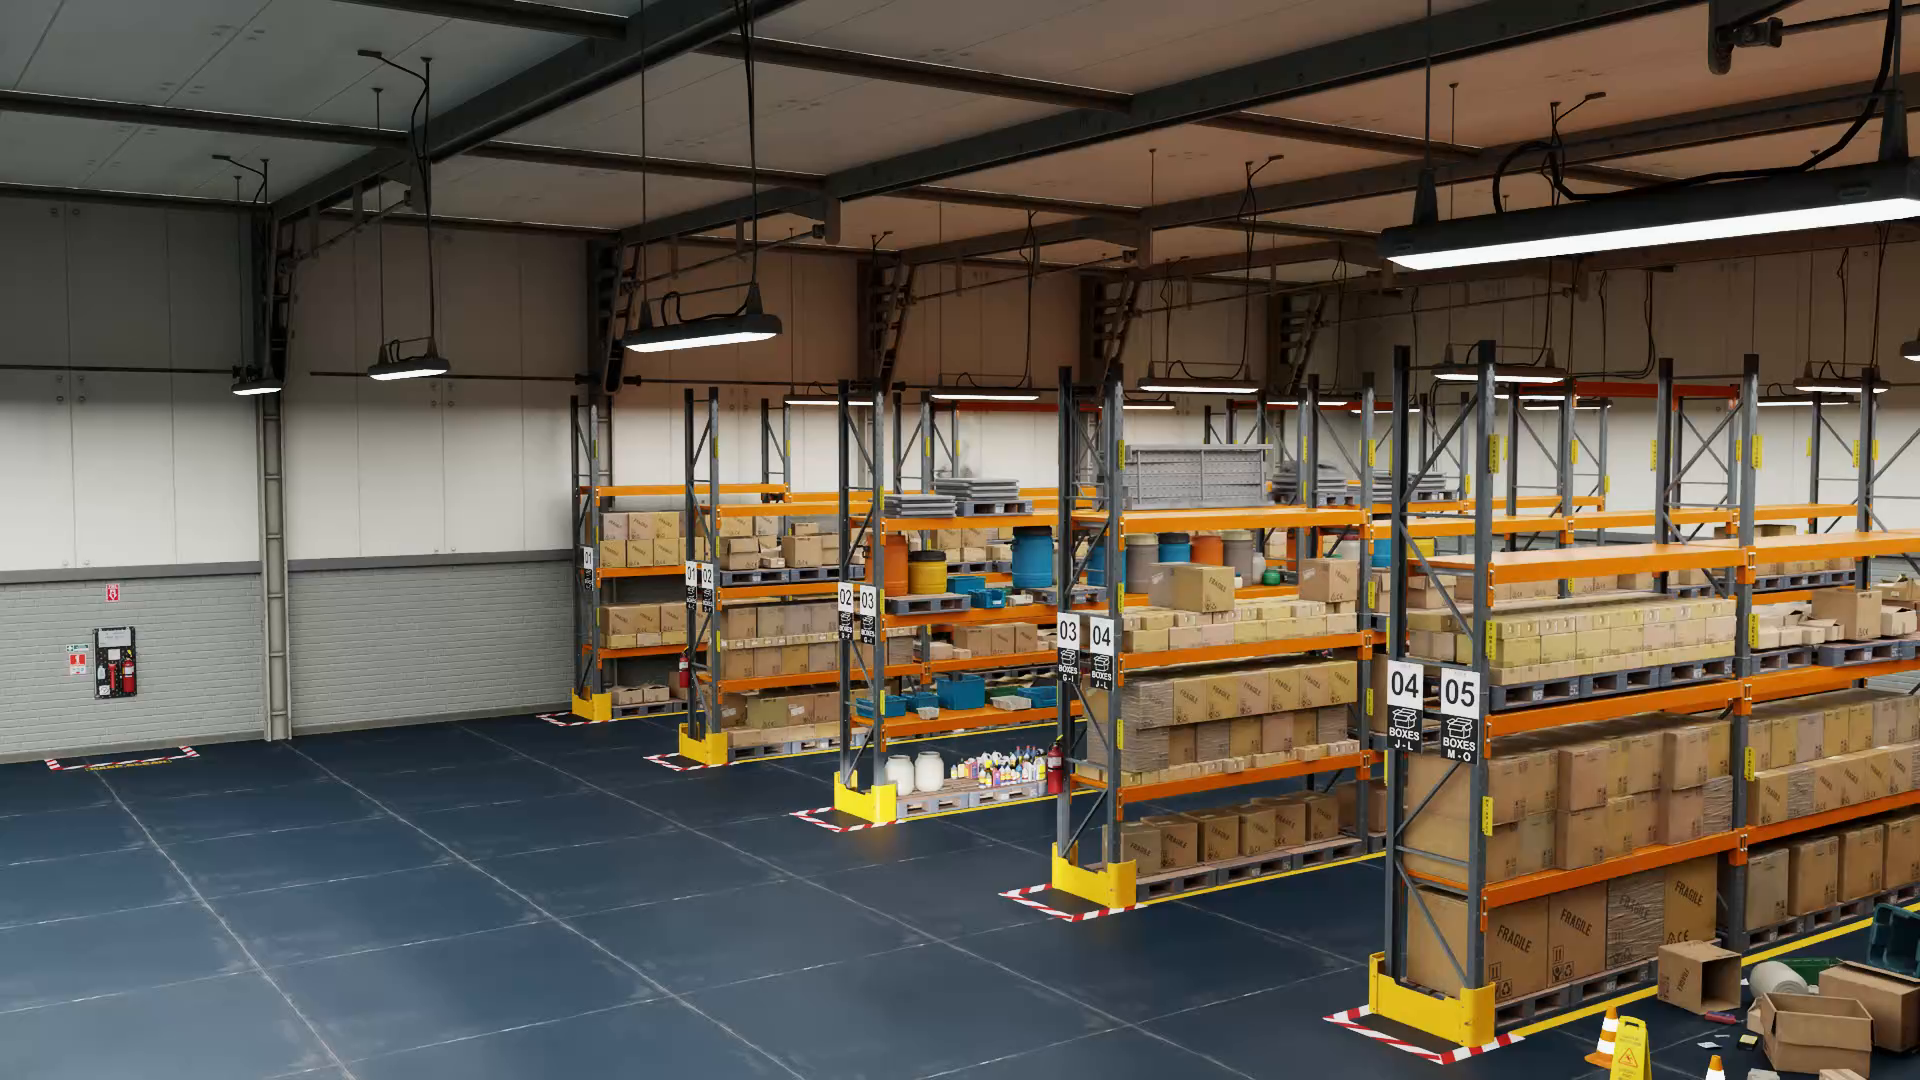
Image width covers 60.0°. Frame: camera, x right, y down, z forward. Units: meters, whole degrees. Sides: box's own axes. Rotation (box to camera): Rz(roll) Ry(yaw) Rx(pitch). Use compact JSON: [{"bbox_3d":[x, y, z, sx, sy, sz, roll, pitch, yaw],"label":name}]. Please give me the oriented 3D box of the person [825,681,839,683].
[{"bbox_3d":[-2.374,2.513,30.115,0.559,1.573,0.504,3,5,44],"label":"person"}]
